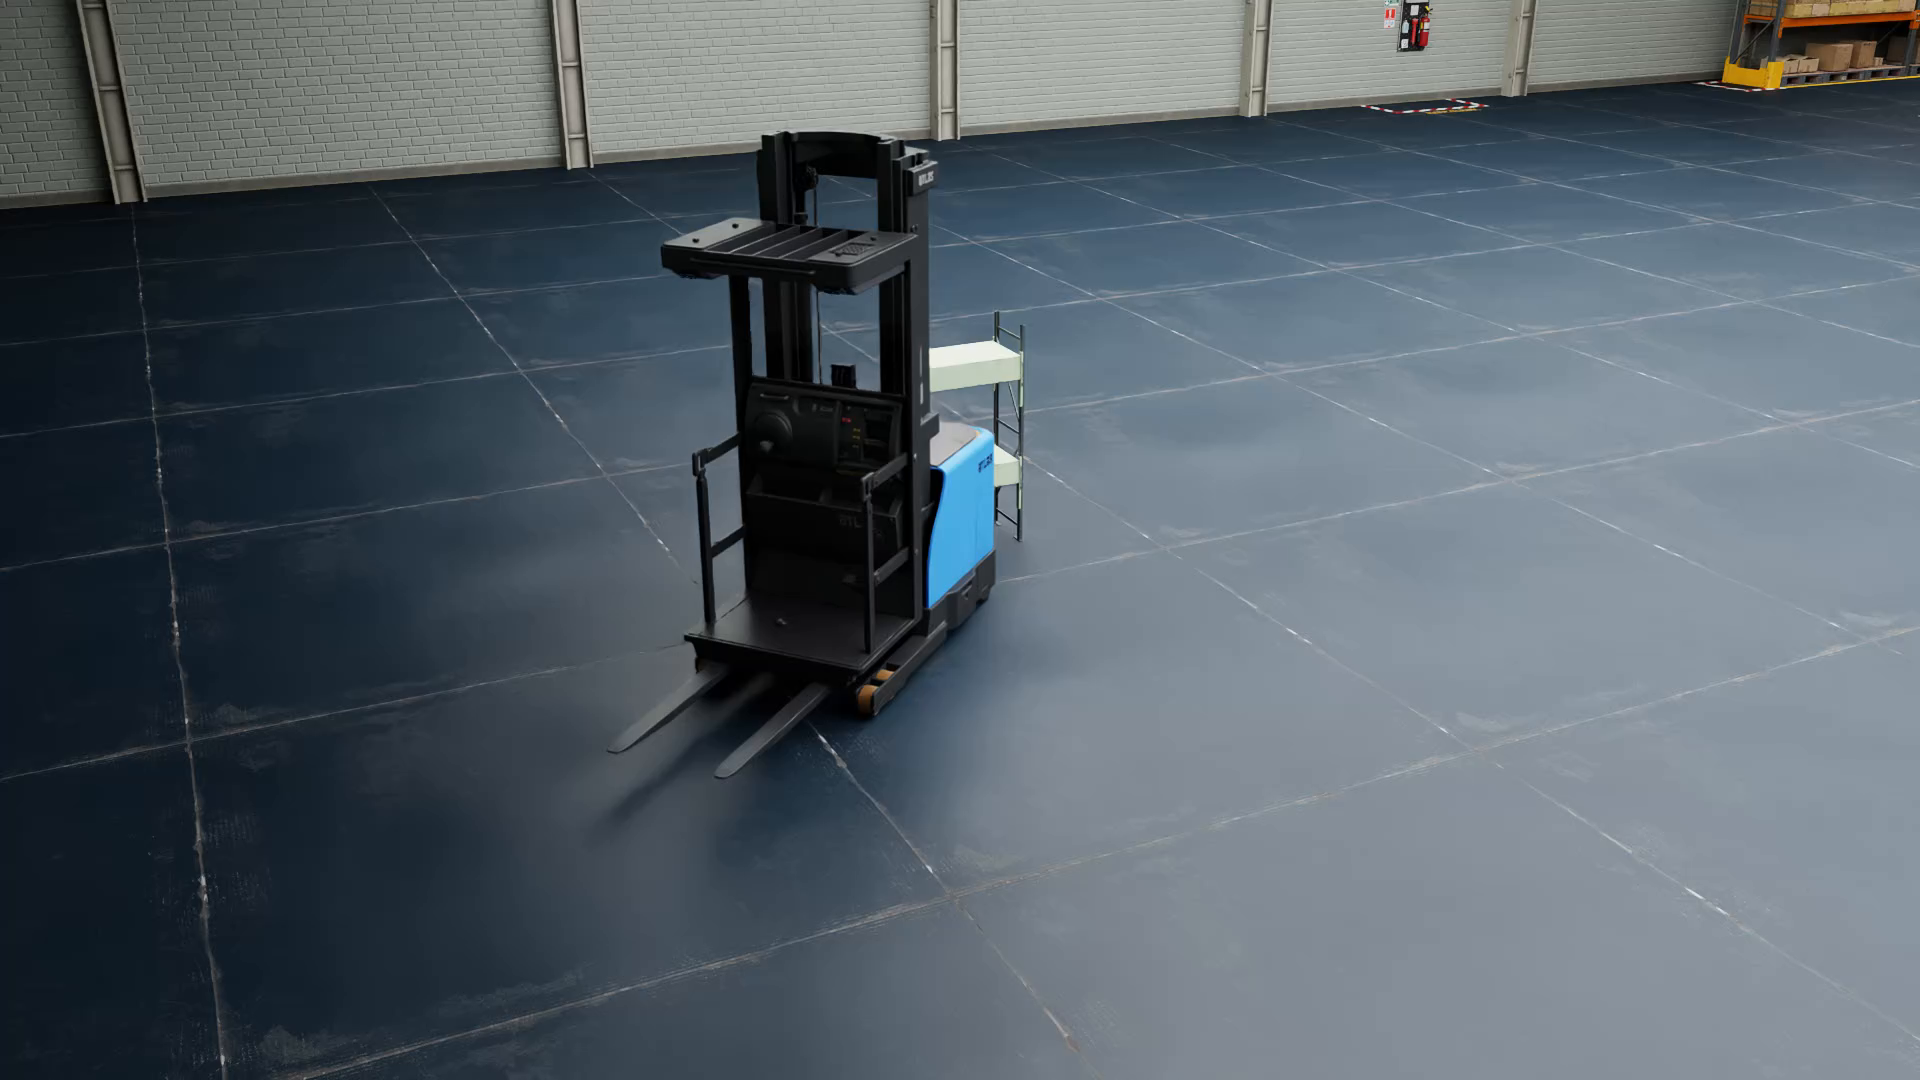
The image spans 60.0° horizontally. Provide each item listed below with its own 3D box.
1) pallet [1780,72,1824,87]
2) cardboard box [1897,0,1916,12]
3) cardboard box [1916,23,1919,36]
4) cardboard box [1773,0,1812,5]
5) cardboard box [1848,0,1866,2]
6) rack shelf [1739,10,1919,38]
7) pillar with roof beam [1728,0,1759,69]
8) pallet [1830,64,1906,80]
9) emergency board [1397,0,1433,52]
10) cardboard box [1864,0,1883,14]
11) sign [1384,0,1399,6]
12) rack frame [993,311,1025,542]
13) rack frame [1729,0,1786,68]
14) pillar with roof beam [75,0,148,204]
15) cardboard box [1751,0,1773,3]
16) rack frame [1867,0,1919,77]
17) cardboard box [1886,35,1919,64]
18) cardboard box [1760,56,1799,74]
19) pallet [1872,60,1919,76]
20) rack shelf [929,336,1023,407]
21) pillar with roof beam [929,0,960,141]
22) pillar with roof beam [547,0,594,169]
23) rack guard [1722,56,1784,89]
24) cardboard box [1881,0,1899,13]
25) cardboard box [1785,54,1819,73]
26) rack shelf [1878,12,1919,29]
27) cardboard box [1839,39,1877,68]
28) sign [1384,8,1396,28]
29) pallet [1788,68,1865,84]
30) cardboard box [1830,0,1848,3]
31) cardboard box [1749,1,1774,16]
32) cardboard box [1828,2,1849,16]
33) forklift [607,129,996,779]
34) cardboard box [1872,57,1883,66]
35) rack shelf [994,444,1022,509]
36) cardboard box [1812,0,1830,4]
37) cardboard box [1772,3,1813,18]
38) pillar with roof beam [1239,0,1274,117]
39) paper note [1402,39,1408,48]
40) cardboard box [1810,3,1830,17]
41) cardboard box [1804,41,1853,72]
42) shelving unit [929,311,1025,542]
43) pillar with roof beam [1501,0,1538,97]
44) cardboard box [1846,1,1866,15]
[{"bbox_3d":[16.539,-9.317,33.482,1.213,0.211,1.003,-10,25,-24],"label":"pallet"},{"bbox_3d":[19.032,-10.891,33.808,0.500,0.250,0.500,-10,25,-23],"label":"cardboard box"},{"bbox_3d":[20.379,-10.731,34.964,0.500,0.250,0.500,-11,25,-25],"label":"cardboard box"},{"bbox_3d":[16.284,-10.732,32.445,0.500,0.500,0.500,-10,25,-24],"label":"cardboard box"},{"bbox_3d":[17.662,-10.984,33.053,0.500,0.500,0.500,-10,24,-22],"label":"cardboard box"},{"bbox_3d":[17.525,-10.470,33.561,4.000,0.370,1.077,-10,25,-24],"label":"rack shelf"},{"bbox_3d":[17.846,-12.173,28.891,0.400,9.000,9.100,-10,25,-24],"label":"pillar with roof beam"},{"bbox_3d":[18.738,-9.722,34.460,1.213,0.211,1.003,-10,25,-24],"label":"pallet"},{"bbox_3d":[8.329,-9.492,30.260,0.643,1.169,0.194,-10,25,-24],"label":"emergency board"},{"bbox_3d":[18.133,-10.722,33.400,0.500,0.250,0.500,-11,25,-24],"label":"cardboard box"},{"bbox_3d":[7.794,-9.695,30.010,0.331,0.109,0.001,-10,25,-24],"label":"sign"},{"bbox_3d":[0.324,-0.753,11.107,0.023,1.500,0.400,-10,25,-24],"label":"rack frame"},{"bbox_3d":[15.723,-10.470,32.622,0.127,3.000,1.000,-10,25,-24],"label":"rack frame"},{"bbox_3d":[-9.186,-7.196,16.869,0.400,9.000,9.100,-10,25,-24],"label":"pillar with roof beam"},{"bbox_3d":[16.056,-10.908,32.869,0.500,0.500,0.500,-11,25,-24],"label":"cardboard box"},{"bbox_3d":[19.327,-11.134,34.225,0.127,3.000,1.000,-10,25,-24],"label":"rack frame"},{"bbox_3d":[19.984,-10.310,34.928,0.500,0.500,0.700,-10,24,-22],"label":"cardboard box"},{"bbox_3d":[16.386,-9.515,33.254,0.500,0.311,0.500,-14,26,-30],"label":"cardboard box"},{"bbox_3d":[20.028,-9.975,35.071,1.213,0.211,1.003,-10,25,-24],"label":"pallet"},{"bbox_3d":[-0.006,-1.052,10.811,0.720,0.370,0.431,-10,25,-24],"label":"rack shelf"},{"bbox_3d":[1.627,-9.187,21.678,0.400,9.000,9.100,-10,25,-24],"label":"pillar with roof beam"},{"bbox_3d":[-3.779,-8.192,19.274,0.400,9.000,9.100,-10,25,-24],"label":"pillar with roof beam"},{"bbox_3d":[15.792,-9.328,33.131,0.348,0.500,1.175,-10,25,-24],"label":"rack guard"},{"bbox_3d":[18.580,-10.811,33.615,0.500,0.250,0.500,-10,25,-23],"label":"cardboard box"},{"bbox_3d":[16.899,-9.609,33.483,0.500,0.311,0.500,-8,24,-19],"label":"cardboard box"},{"bbox_3d":[21.130,-11.133,35.164,4.000,0.370,1.077,-10,25,-24],"label":"rack shelf"},{"bbox_3d":[18.410,-9.996,34.170,0.500,0.500,0.500,-12,26,-28],"label":"cardboard box"},{"bbox_3d":[7.786,-9.453,30.117,0.234,0.329,0.001,-10,25,-24],"label":"sign"},{"bbox_3d":[17.637,-9.518,33.967,1.213,0.211,1.003,-10,25,-24],"label":"pallet"},{"bbox_3d":[17.202,-10.894,32.836,0.500,0.500,0.500,-11,25,-25],"label":"cardboard box"},{"bbox_3d":[16.060,-10.554,32.996,0.500,0.250,0.500,-10,25,-23],"label":"cardboard box"},{"bbox_3d":[17.224,-10.555,32.997,0.500,0.250,0.500,-11,25,-24],"label":"cardboard box"},{"bbox_3d":[-0.828,-0.593,8.851,1.130,2.935,3.031,9,24,22],"label":"forklift"},{"bbox_3d":[18.858,-9.929,34.443,0.250,0.166,0.380,-14,26,-30],"label":"cardboard box"},{"bbox_3d":[-0.006,-0.391,11.085,0.720,0.370,0.431,-10,25,-24],"label":"rack shelf"},{"bbox_3d":[16.733,-10.811,32.634,0.500,0.500,0.500,-10,25,-23],"label":"cardboard box"},{"bbox_3d":[16.301,-10.382,32.578,0.500,0.250,0.500,-11,25,-25],"label":"cardboard box"},{"bbox_3d":[7.033,-10.182,24.082,0.400,9.000,9.100,-10,25,-24],"label":"pillar with roof beam"},{"bbox_3d":[8.140,-9.080,30.415,0.142,0.148,0.016,-10,25,-24],"label":"paper note"},{"bbox_3d":[16.762,-10.473,32.798,0.500,0.250,0.500,-11,25,-25],"label":"cardboard box"},{"bbox_3d":[17.582,-9.801,33.699,0.500,0.500,0.700,-12,25,-27],"label":"cardboard box"},{"bbox_3d":[-0.006,-0.692,10.960,0.755,1.500,0.431,-10,25,-24],"label":"shelving unit"},{"bbox_3d":[12.440,-11.177,26.487,0.400,9.000,9.100,-10,25,-24],"label":"pillar with roof beam"},{"bbox_3d":[17.680,-10.638,33.198,0.500,0.250,0.500,-10,25,-23],"label":"cardboard box"}]
